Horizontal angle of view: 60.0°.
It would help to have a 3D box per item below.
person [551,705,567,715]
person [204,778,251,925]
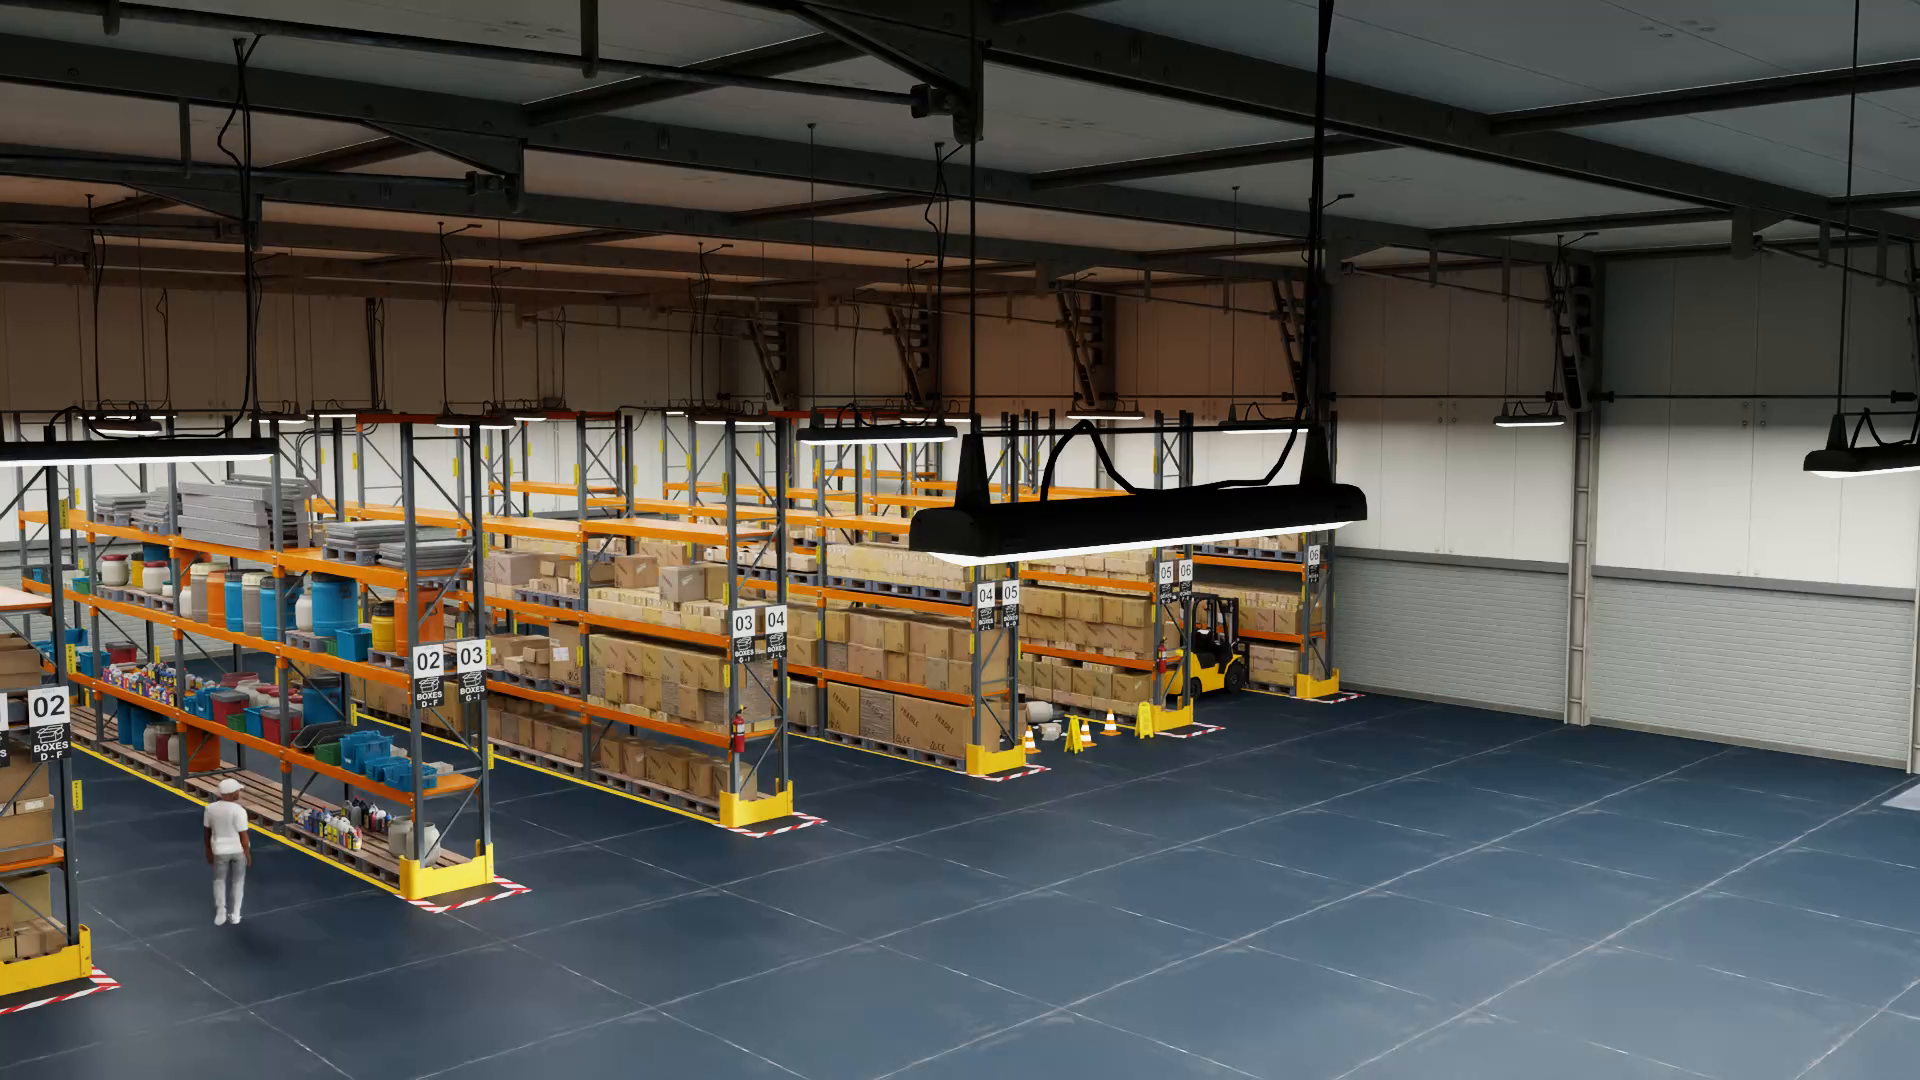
[{"bbox_3d":[-7.660,2.723,31.863,0.481,1.673,0.435,5,7,43],"label":"person"},{"bbox_3d":[-8.732,3.718,19.821,0.536,1.759,0.572,-1,5,-16],"label":"person"}]
